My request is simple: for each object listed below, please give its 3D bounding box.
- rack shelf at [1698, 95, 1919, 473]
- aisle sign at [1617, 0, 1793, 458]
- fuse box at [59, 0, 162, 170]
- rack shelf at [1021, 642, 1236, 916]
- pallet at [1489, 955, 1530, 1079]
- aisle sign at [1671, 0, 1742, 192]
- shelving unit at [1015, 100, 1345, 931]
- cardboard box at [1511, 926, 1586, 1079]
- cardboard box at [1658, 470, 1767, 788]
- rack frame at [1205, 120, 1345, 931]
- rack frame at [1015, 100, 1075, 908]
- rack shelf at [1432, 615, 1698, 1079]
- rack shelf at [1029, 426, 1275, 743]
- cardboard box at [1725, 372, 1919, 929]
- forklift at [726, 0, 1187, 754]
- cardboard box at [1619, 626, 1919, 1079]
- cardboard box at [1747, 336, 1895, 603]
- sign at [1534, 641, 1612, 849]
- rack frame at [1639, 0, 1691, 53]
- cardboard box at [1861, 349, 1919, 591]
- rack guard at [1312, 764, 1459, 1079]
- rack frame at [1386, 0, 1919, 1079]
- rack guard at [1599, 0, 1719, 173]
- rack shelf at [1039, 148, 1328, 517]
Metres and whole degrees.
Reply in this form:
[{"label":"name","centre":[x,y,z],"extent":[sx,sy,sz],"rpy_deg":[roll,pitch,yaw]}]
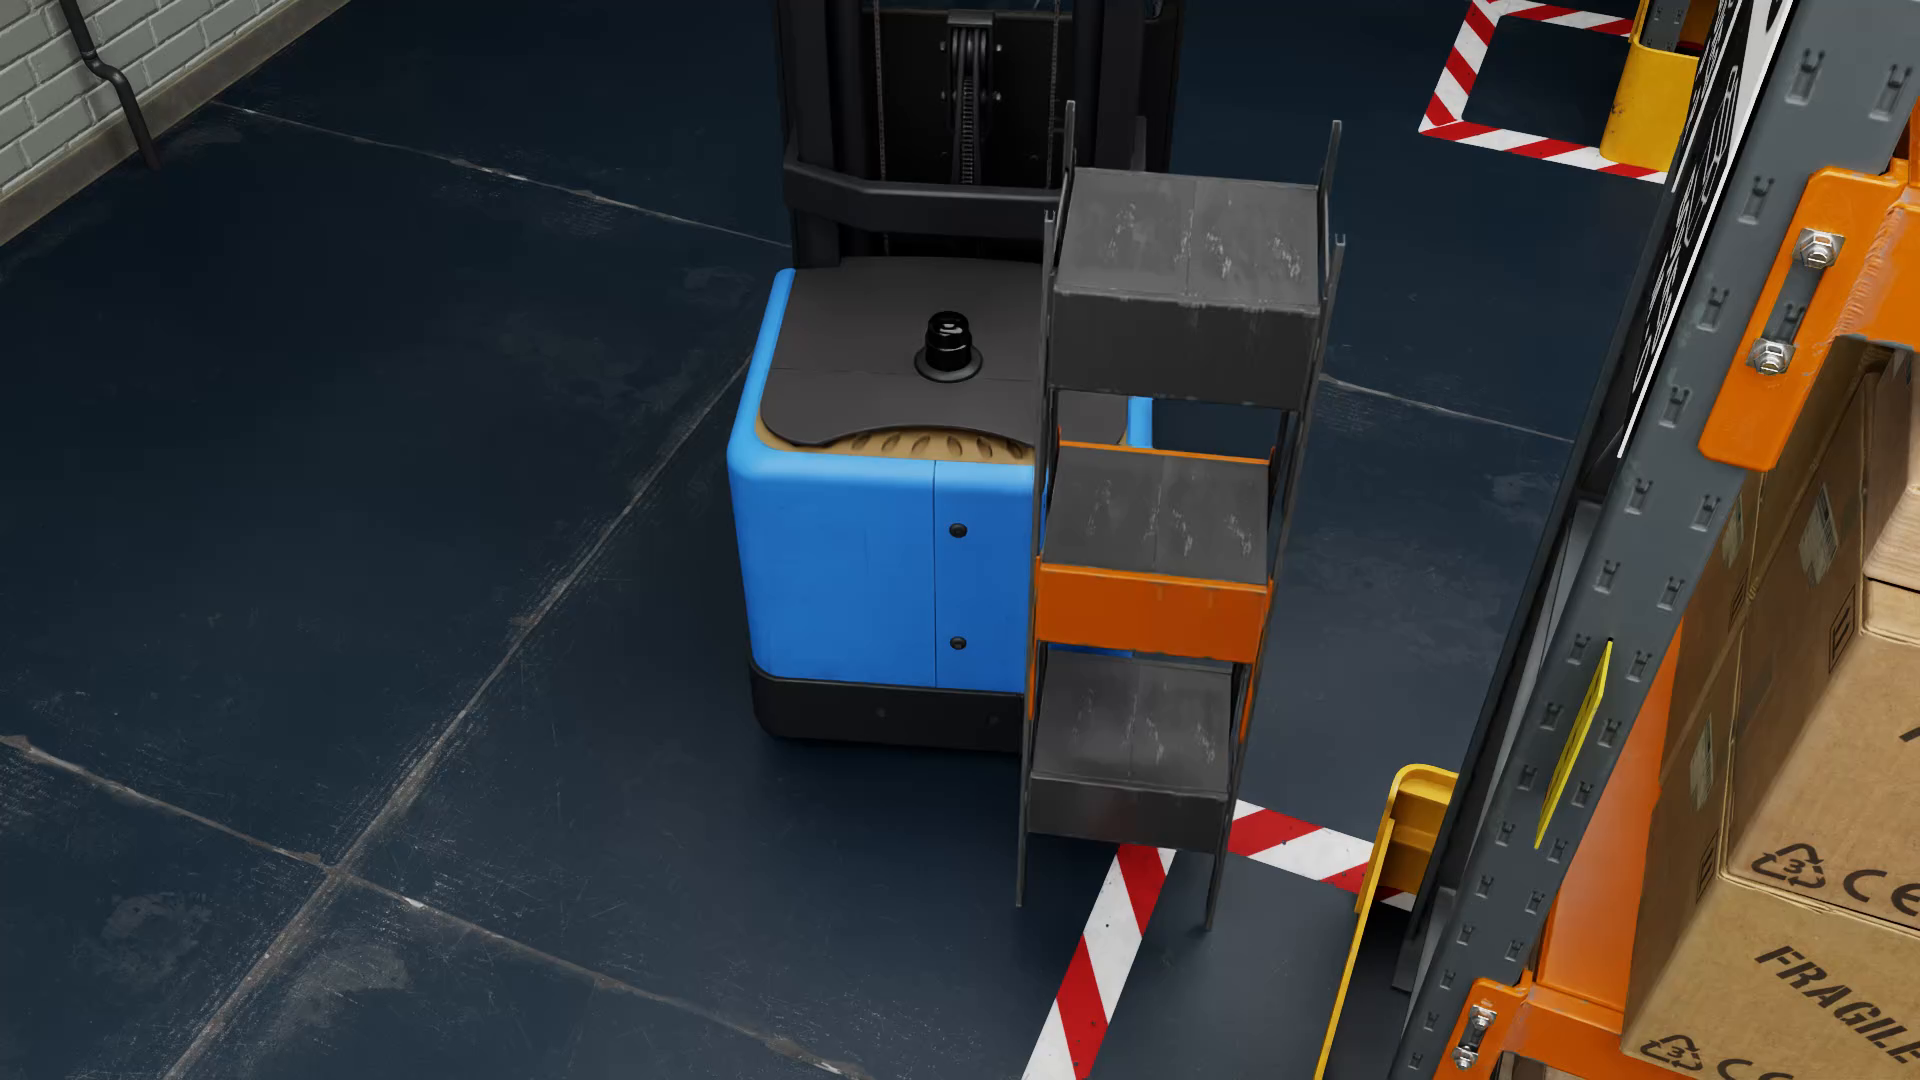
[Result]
[{"label":"rack shelf","centre":[2.866,-0.016,1.523],"extent":[4.000,0.370,1.077],"rpy_deg":[16,47,16]},{"label":"aisle sign","centre":[0.843,-0.504,1.786],"extent":[0.004,0.787,0.394],"rpy_deg":[16,47,16]},{"label":"fuse box","centre":[-3.249,-2.138,6.186],"extent":[0.414,1.711,0.539],"rpy_deg":[16,47,16]},{"label":"rack shelf","centre":[0.421,0.596,4.174],"extent":[0.480,0.518,0.431],"rpy_deg":[6,45,6]},{"label":"pallet","centre":[1.789,1.404,3.690],"extent":[1.213,0.211,1.003],"rpy_deg":[16,47,16]},{"label":"aisle sign","centre":[1.074,-0.894,2.179],"extent":[0.004,0.787,0.394],"rpy_deg":[16,47,16]},{"label":"shelving unit","centre":[0.421,0.090,3.670],"extent":[0.503,2.100,0.431],"rpy_deg":[6,45,6]},{"label":"cardboard box","centre":[1.668,1.122,3.514],"extent":[0.875,0.438,0.875],"rpy_deg":[15,47,15]},{"label":"cardboard box","centre":[1.568,0.172,2.880],"extent":[0.500,0.500,0.500],"rpy_deg":[17,47,16]},{"label":"rack frame","centre":[0.662,0.115,3.646],"extent":[0.015,2.100,0.400],"rpy_deg":[6,45,6]},{"label":"rack frame","centre":[0.179,0.066,3.695],"extent":[0.015,2.100,0.400],"rpy_deg":[6,45,6]},{"label":"rack shelf","centre":[2.866,1.047,2.581],"extent":[4.000,0.370,1.077],"rpy_deg":[16,47,16]},{"label":"rack shelf","centre":[0.421,0.100,3.680],"extent":[0.480,0.518,0.431],"rpy_deg":[6,45,6]},{"label":"cardboard box","centre":[1.354,0.175,2.168],"extent":[0.500,0.500,0.500],"rpy_deg":[15,47,15]},{"label":"forklift","centre":[0.069,-1.482,4.661],"extent":[1.130,2.935,3.031],"rpy_deg":[4,45,4]},{"label":"cardboard box","centre":[1.353,0.531,2.519],"extent":[0.500,0.500,0.500],"rpy_deg":[16,47,16]},{"label":"cardboard box","centre":[1.557,-0.165,2.510],"extent":[0.500,0.500,0.500],"rpy_deg":[18,48,17]},{"label":"sign","centre":[0.801,0.273,2.179],"extent":[0.005,0.325,0.100],"rpy_deg":[16,47,16]},{"label":"rack frame","centre":[2.928,-2.983,6.122],"extent":[0.127,3.000,1.000],"rpy_deg":[16,47,16]},{"label":"cardboard box","centre":[1.242,-0.094,1.979],"extent":[0.250,0.149,0.380],"rpy_deg":[17,47,17]},{"label":"rack guard","centre":[0.998,1.128,3.761],"extent":[0.348,0.500,1.175],"rpy_deg":[16,47,16]},{"label":"rack frame","centre":[1.021,0.249,2.873],"extent":[0.127,3.000,1.000],"rpy_deg":[16,47,16]},{"label":"rack guard","centre":[2.998,-2.077,6.983],"extent":[0.348,0.500,1.175],"rpy_deg":[16,47,16]},{"label":"rack shelf","centre":[0.421,-0.396,3.186],"extent":[0.480,0.518,0.431],"rpy_deg":[6,45,6]}]
